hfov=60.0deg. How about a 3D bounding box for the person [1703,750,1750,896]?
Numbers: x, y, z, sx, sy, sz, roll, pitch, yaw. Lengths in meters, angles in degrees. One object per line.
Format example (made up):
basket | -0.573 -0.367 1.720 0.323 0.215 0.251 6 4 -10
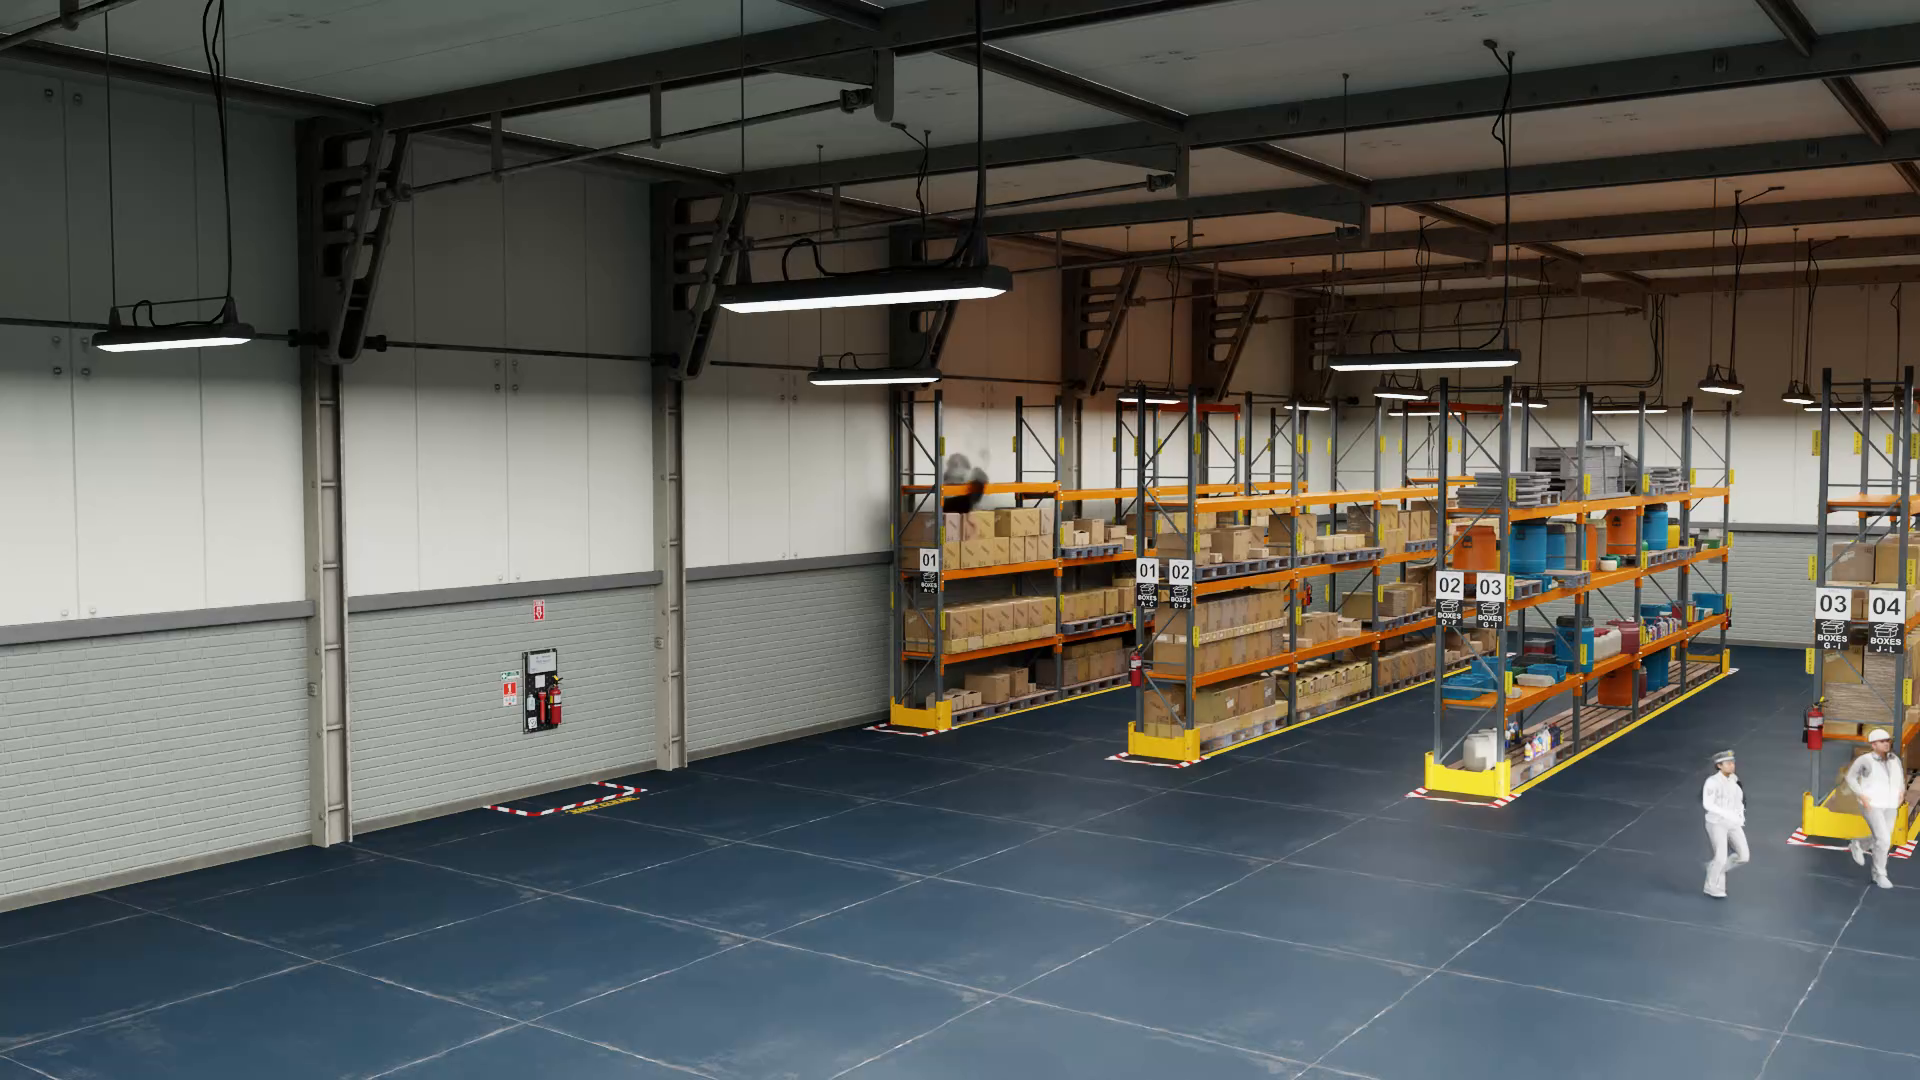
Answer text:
person | 8.482 3.129 18.334 0.659 1.646 0.551 -1 3 -23

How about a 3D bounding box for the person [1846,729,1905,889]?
person | 10.548 3.050 19.187 0.669 1.783 0.781 -1 3 -9
